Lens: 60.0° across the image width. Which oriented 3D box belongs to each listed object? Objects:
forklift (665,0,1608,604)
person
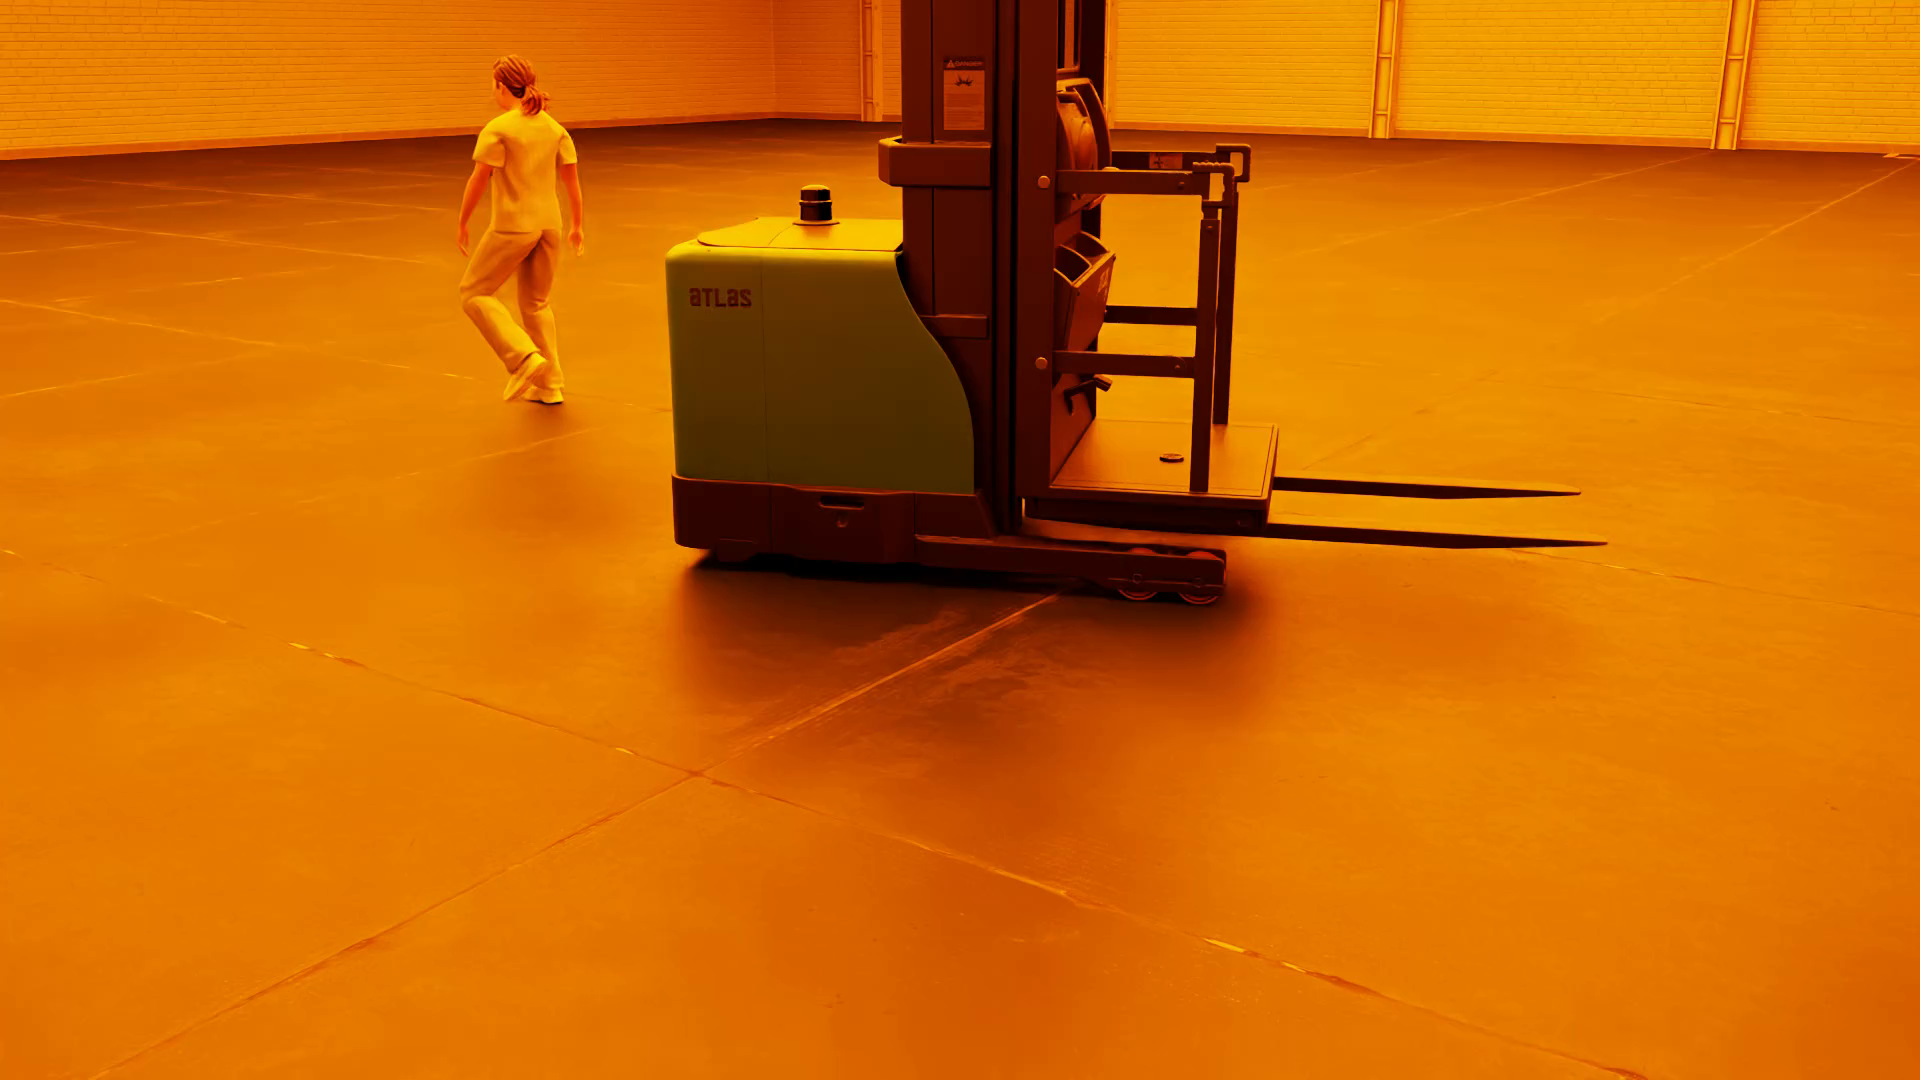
[{"bbox_3d":[0.595,-1.367,5.404,3.031,2.935,1.130,4,17,12],"label":"forklift"},{"bbox_3d":[-2.116,-1.473,7.991,0.468,1.655,0.601,12,20,35],"label":"person"}]
